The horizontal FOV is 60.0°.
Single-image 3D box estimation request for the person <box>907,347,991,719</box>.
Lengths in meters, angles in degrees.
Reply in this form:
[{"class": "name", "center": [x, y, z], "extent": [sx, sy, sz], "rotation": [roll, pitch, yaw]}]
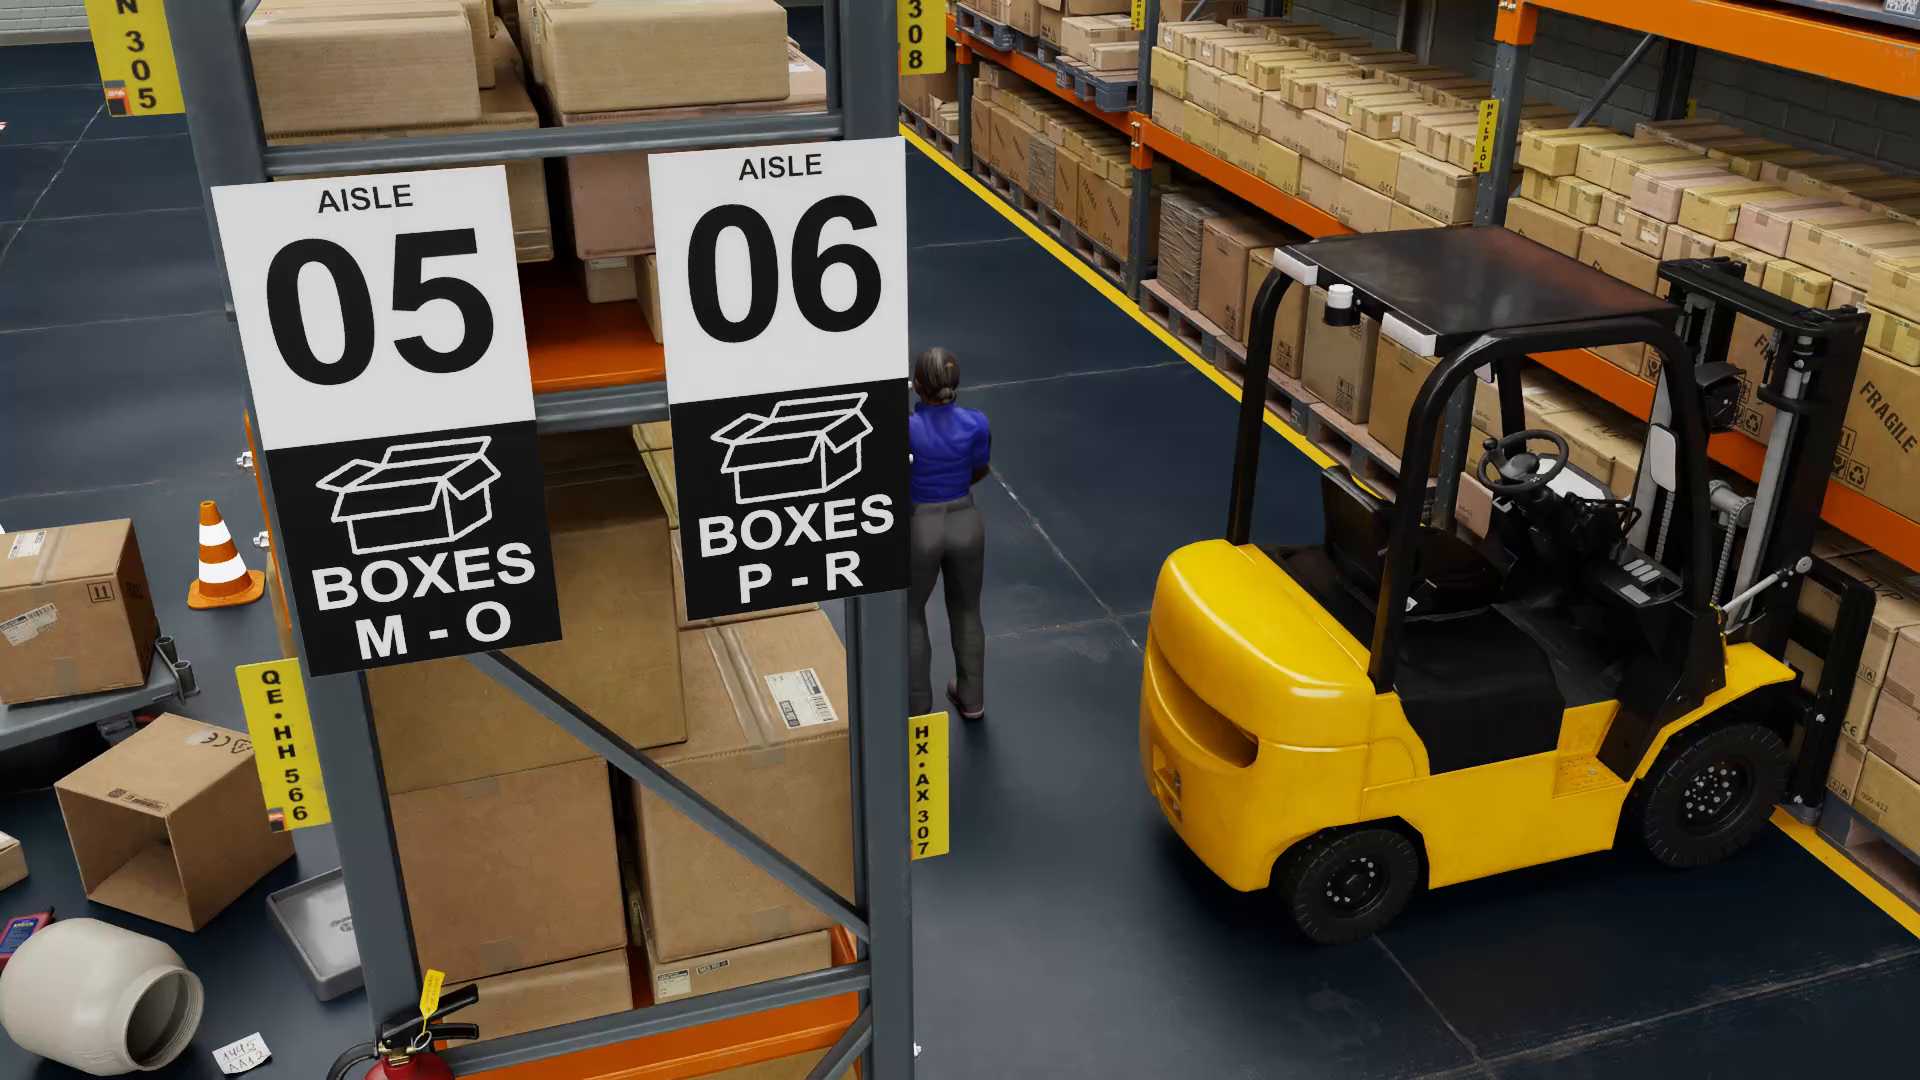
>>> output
[{"class": "person", "center": [-0.108, -0.044, 6.721], "extent": [0.444, 1.649, 0.514], "rotation": [-8, 28, -16]}]
